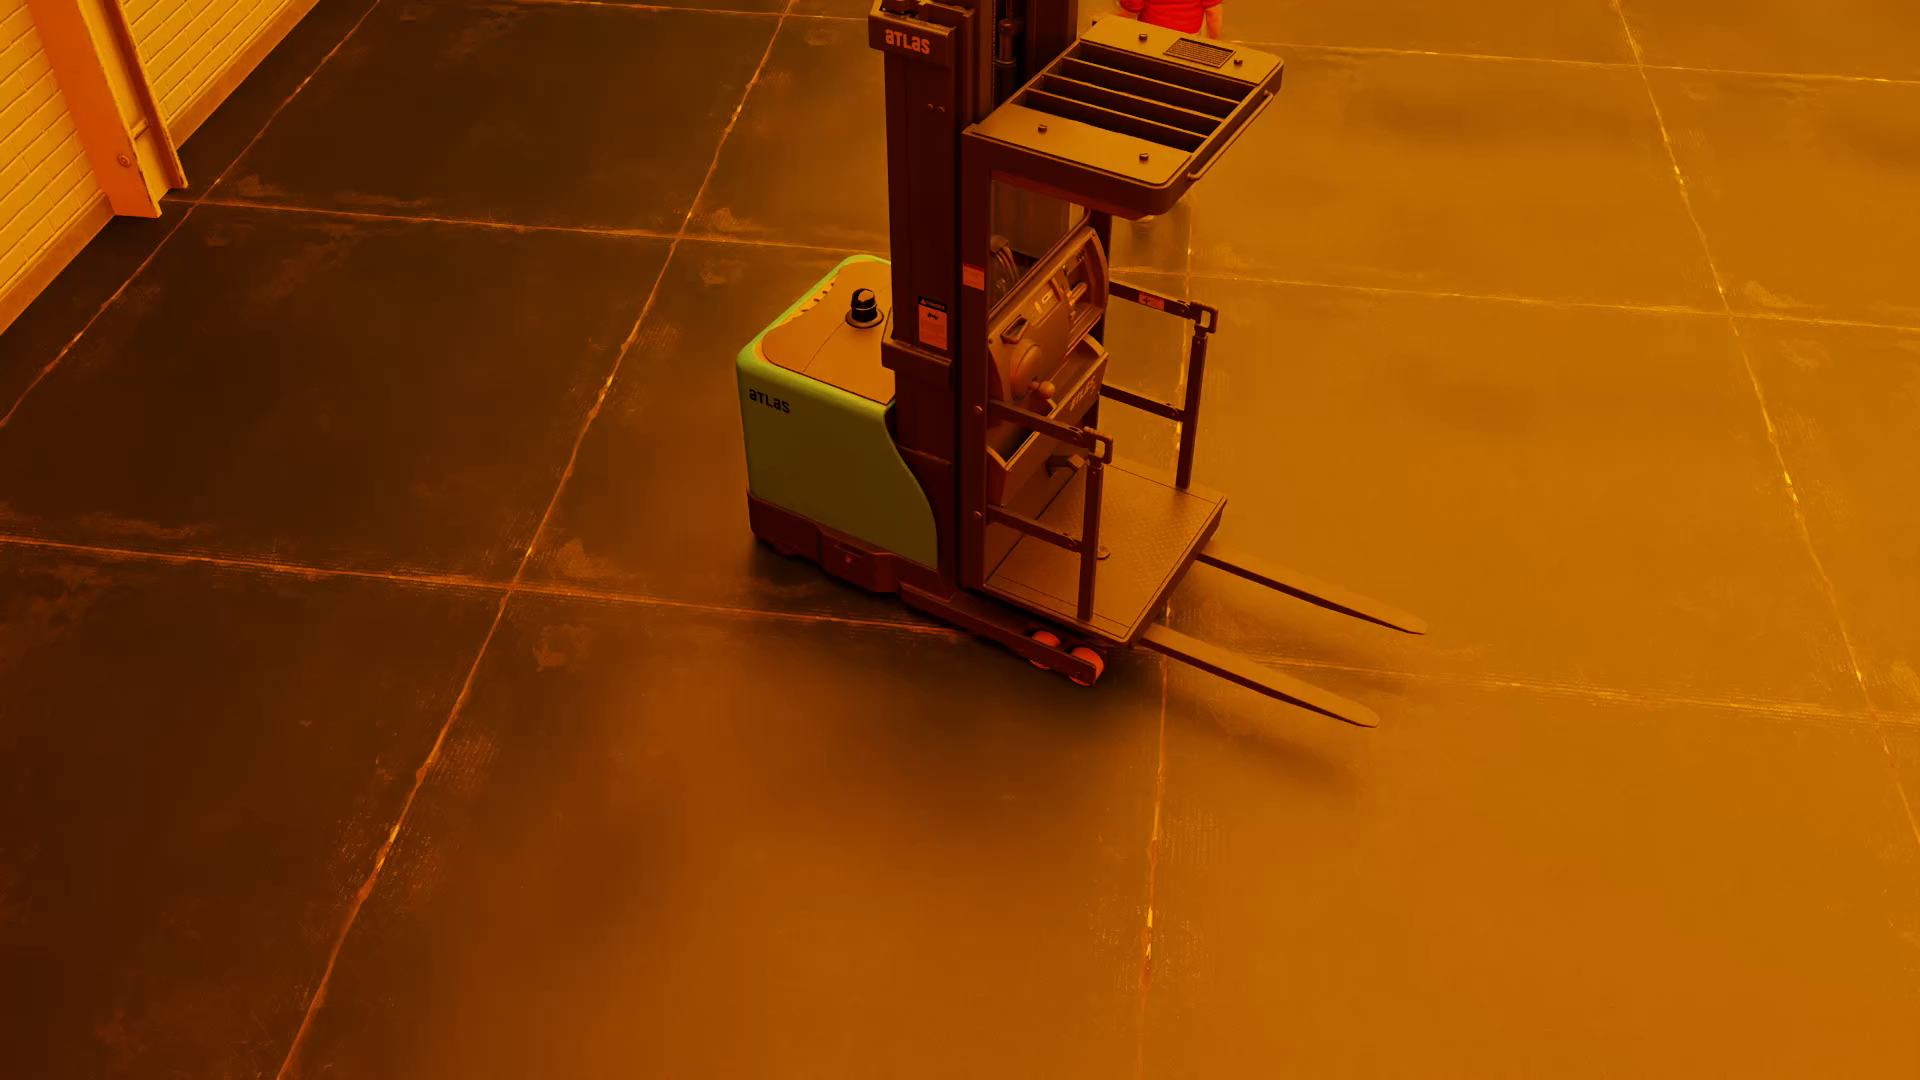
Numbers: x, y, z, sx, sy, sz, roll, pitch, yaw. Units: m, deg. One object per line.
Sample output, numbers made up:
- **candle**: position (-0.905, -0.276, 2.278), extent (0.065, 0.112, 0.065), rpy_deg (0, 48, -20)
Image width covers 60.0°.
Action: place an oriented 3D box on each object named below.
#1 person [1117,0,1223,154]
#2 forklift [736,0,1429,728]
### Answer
- **person**: position (1.201, -2.908, 9.777), extent (0.628, 1.736, 0.524), rpy_deg (-1, 43, -1)
- **forklift**: position (0.544, -0.866, 6.667), extent (3.031, 2.935, 1.130), rpy_deg (21, 47, 22)
